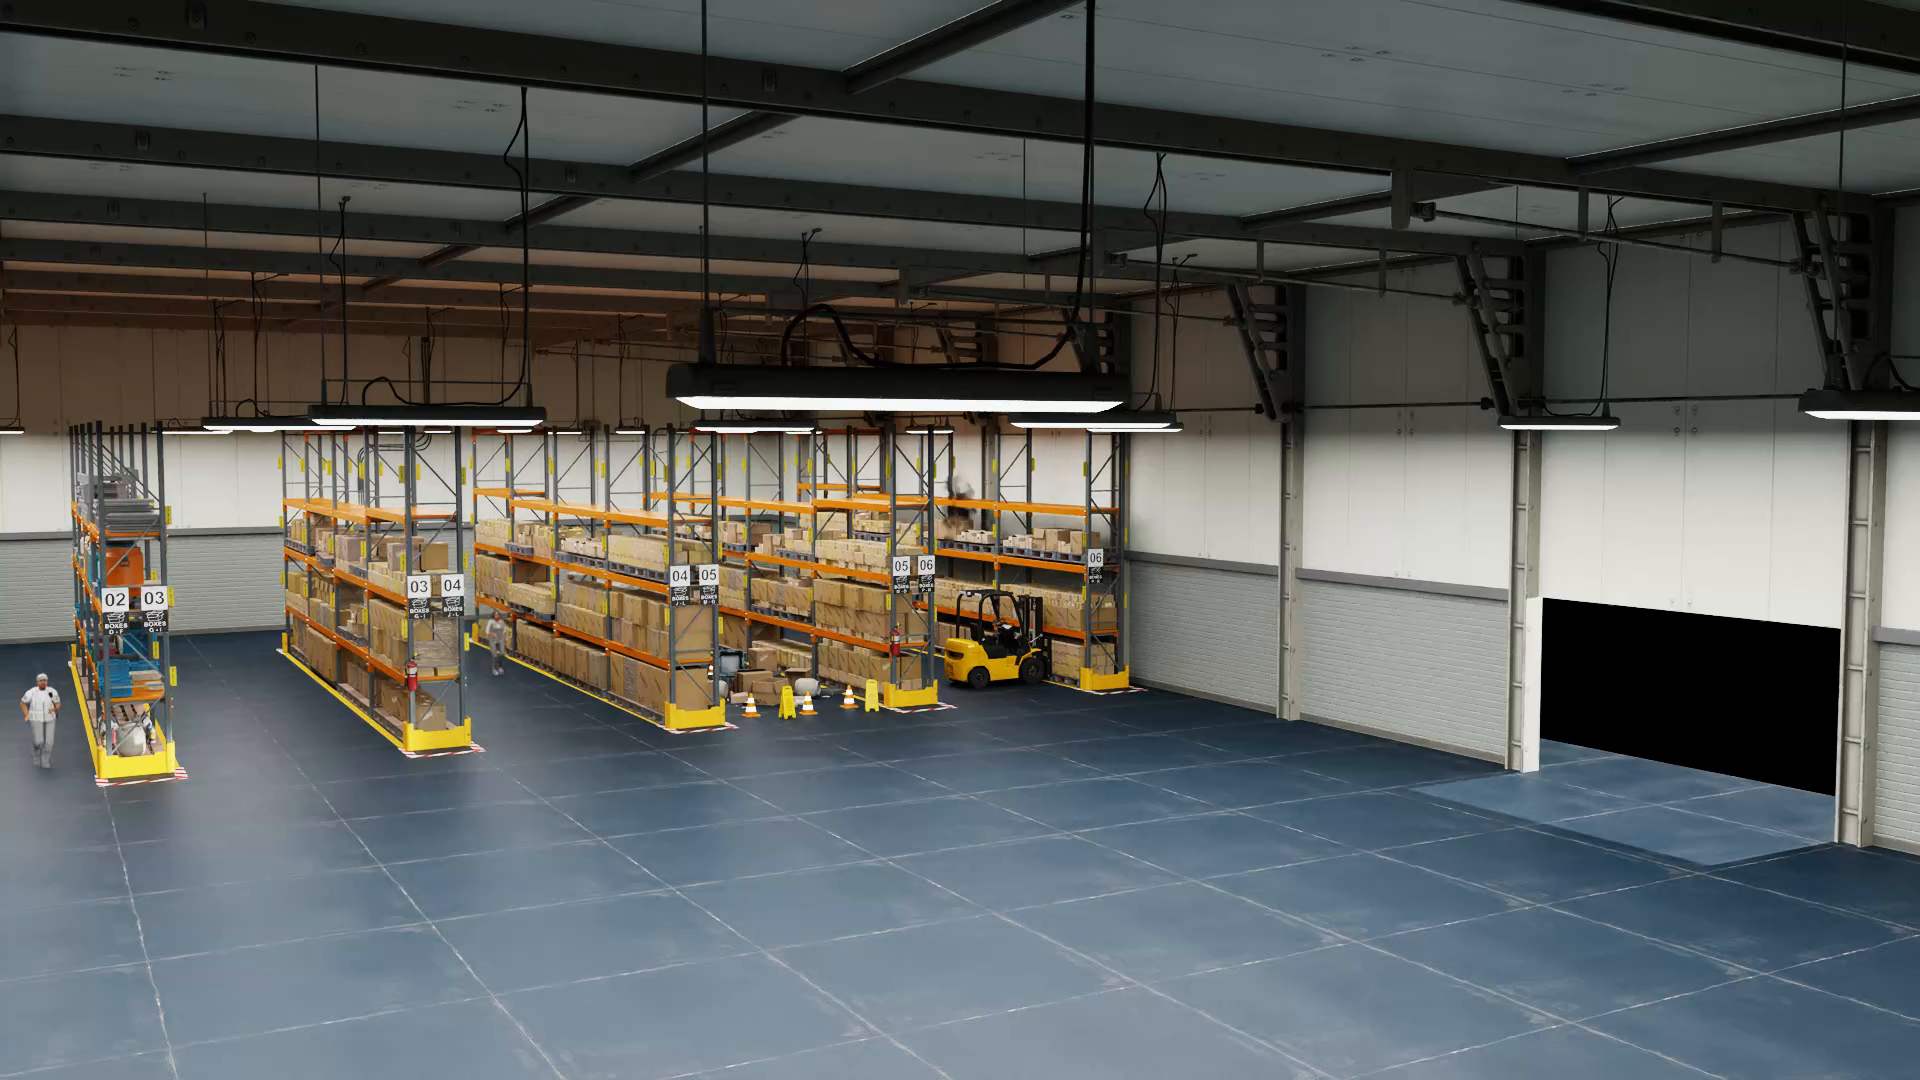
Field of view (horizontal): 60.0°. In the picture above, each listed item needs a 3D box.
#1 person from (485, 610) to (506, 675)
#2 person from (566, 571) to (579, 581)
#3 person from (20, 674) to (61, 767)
[{"bbox_3d":[-11.116,2.464,39.900,0.530,1.575,0.631,-2,4,-29],"label":"person"},{"bbox_3d":[-11.506,1.816,49.341,0.736,1.831,0.722,-2,4,-30],"label":"person"},{"bbox_3d":[-15.845,3.128,28.726,0.592,1.629,0.583,-3,5,-40],"label":"person"}]
